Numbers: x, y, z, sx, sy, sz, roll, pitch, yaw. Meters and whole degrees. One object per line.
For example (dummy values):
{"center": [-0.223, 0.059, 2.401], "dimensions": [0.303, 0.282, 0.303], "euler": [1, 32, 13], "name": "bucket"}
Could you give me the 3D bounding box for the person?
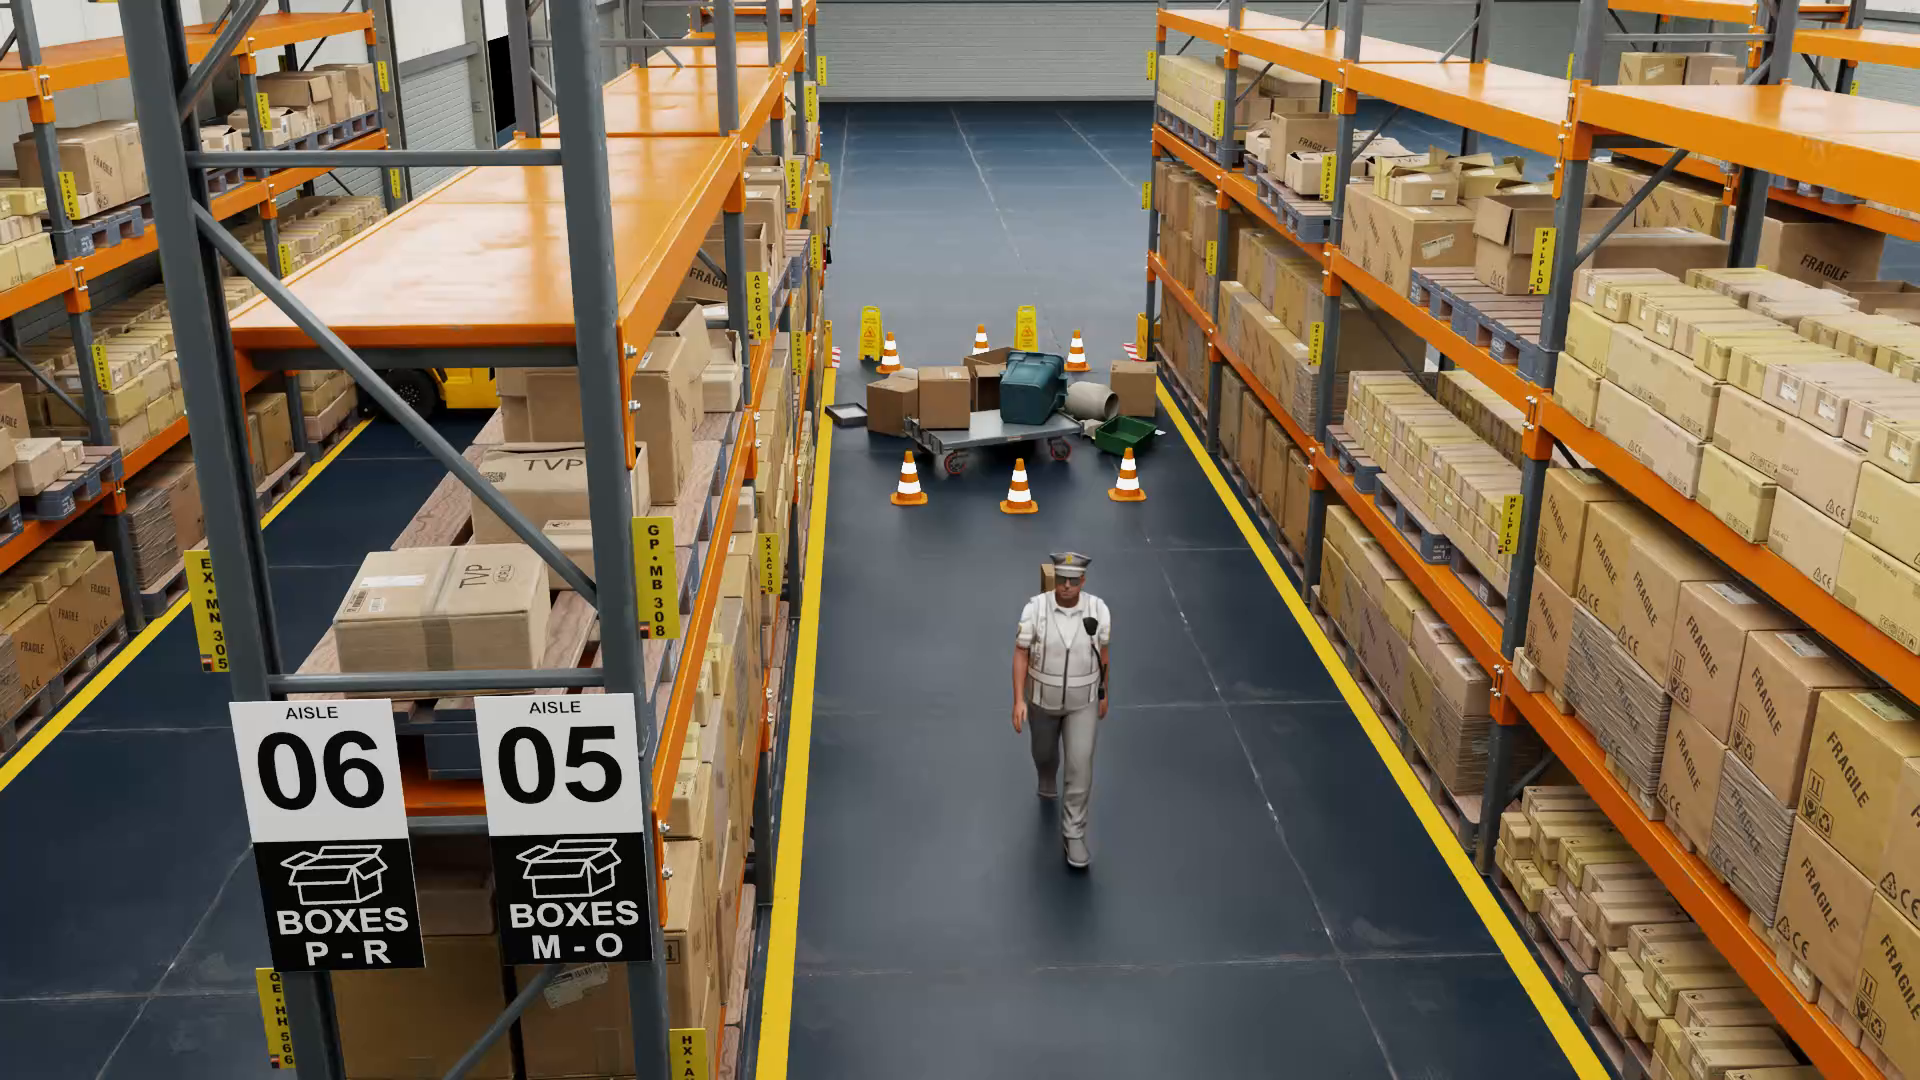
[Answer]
{"center": [0.577, 0.877, 9.498], "dimensions": [0.557, 1.729, 1.015], "euler": [1, 20, 3], "name": "person"}
